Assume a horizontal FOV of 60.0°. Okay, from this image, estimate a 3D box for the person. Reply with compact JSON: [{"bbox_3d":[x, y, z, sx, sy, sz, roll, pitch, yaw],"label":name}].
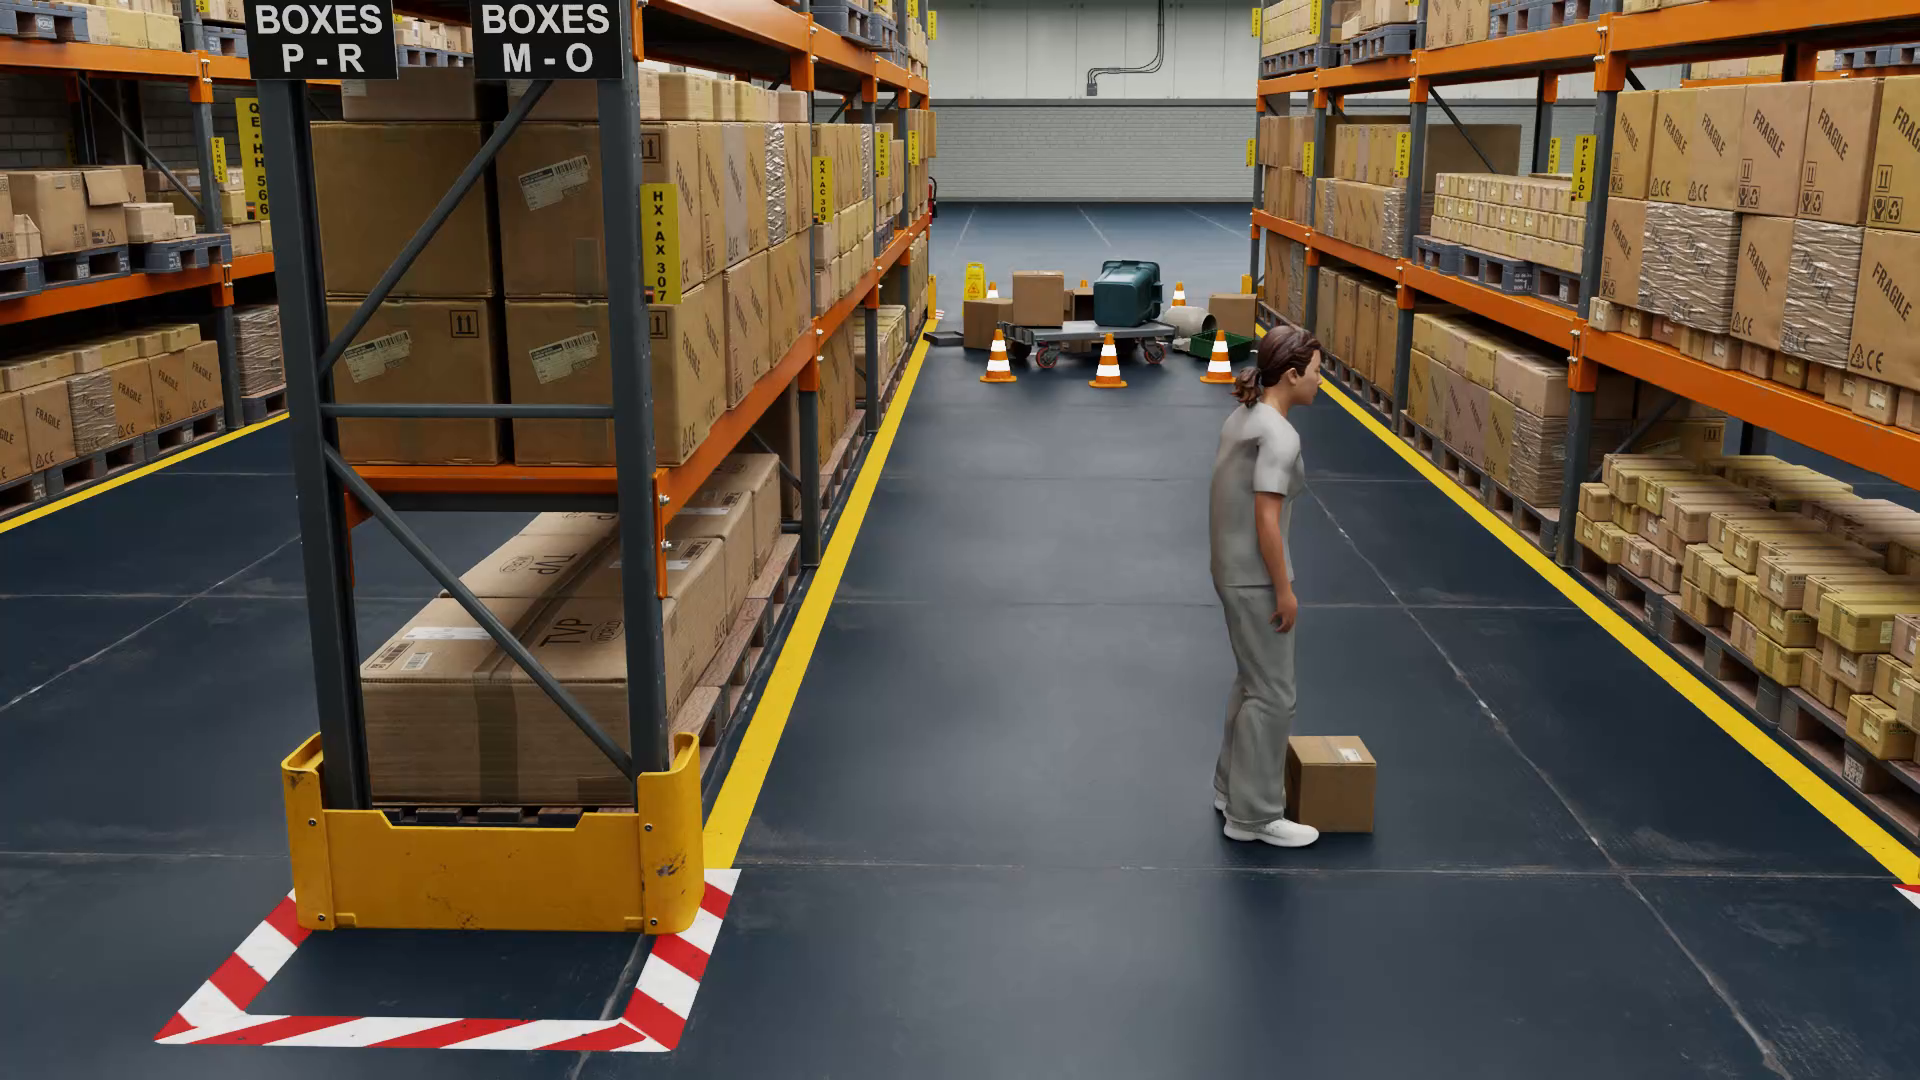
[{"bbox_3d":[1.003,0.137,5.454,0.369,1.671,0.507,0,14,-2],"label":"person"}]
